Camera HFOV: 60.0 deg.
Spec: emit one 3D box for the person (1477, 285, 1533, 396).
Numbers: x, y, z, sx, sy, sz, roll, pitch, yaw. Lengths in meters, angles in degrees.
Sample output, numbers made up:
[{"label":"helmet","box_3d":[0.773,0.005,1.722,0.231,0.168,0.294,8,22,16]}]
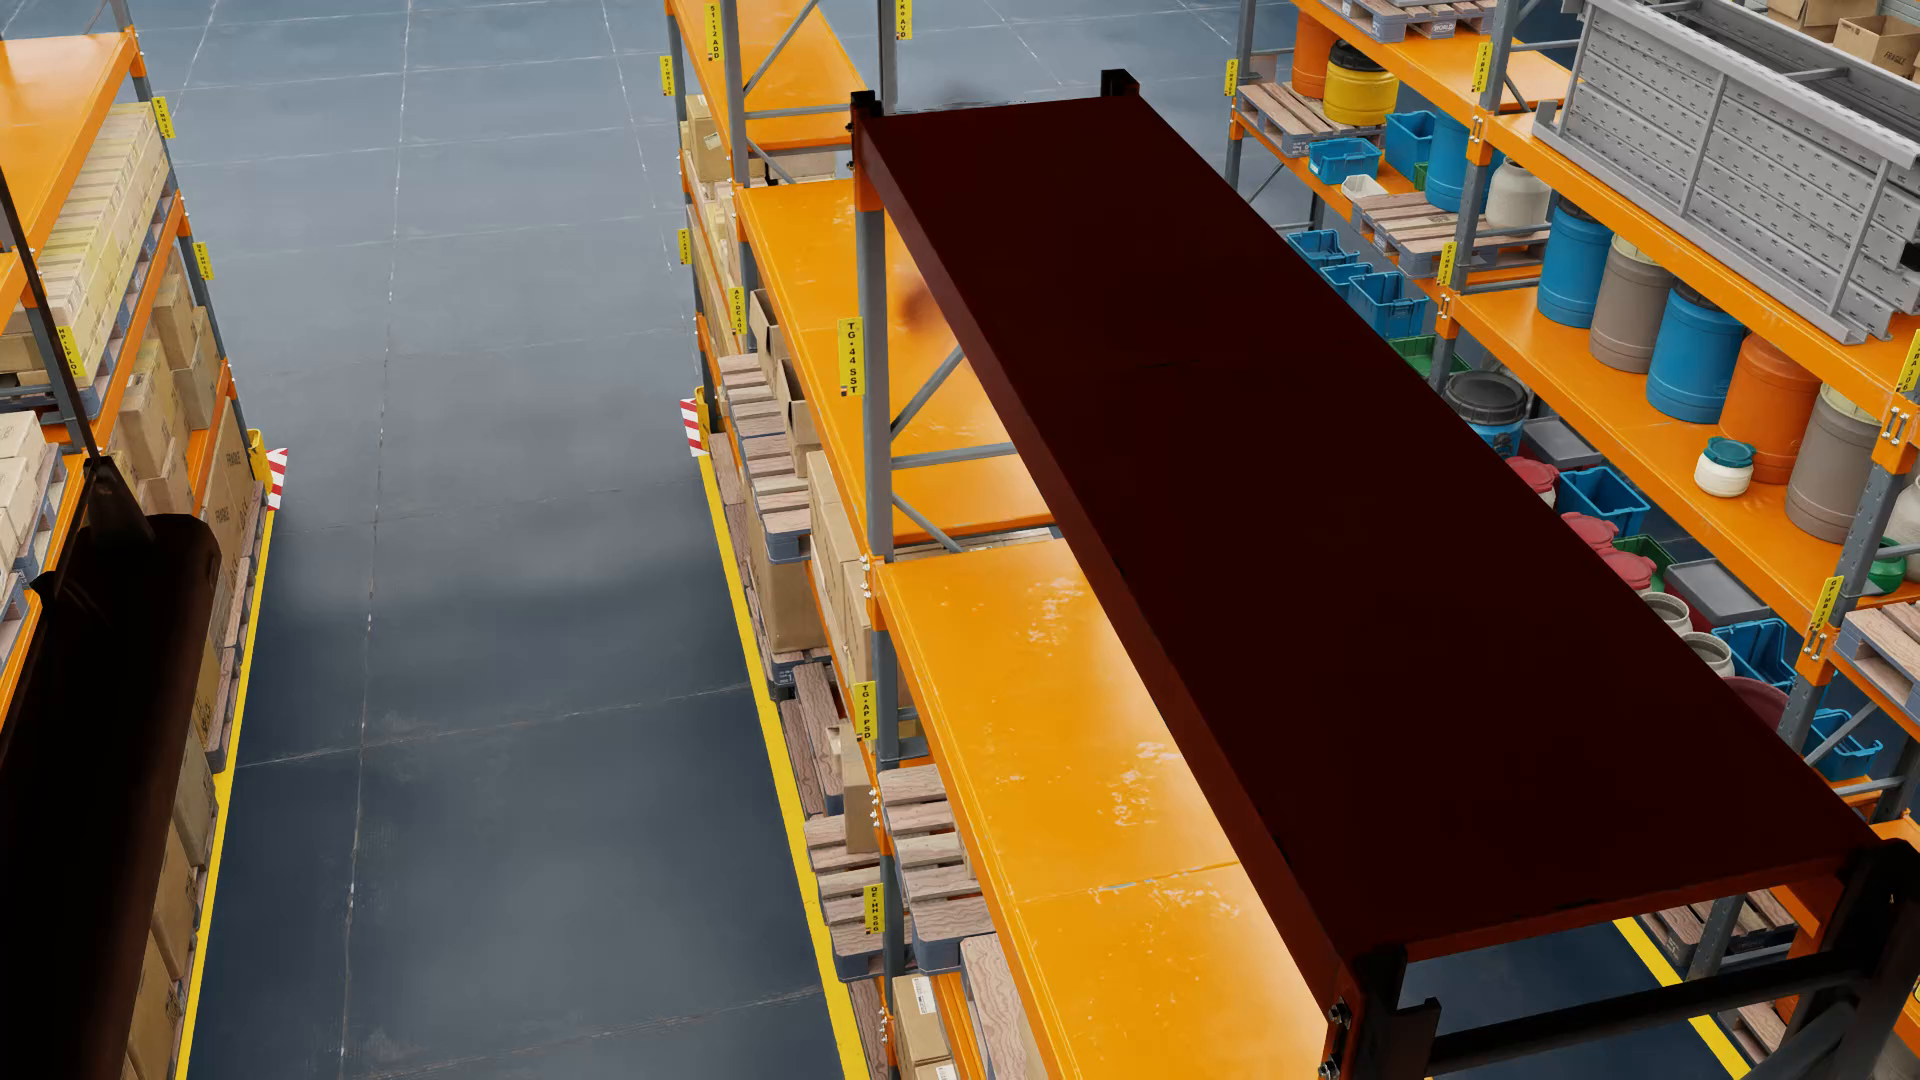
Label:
[{"label":"person","box_3d":[5.056,-1.855,15.338,0.562,1.652,0.543,-27,43,-34]}]
